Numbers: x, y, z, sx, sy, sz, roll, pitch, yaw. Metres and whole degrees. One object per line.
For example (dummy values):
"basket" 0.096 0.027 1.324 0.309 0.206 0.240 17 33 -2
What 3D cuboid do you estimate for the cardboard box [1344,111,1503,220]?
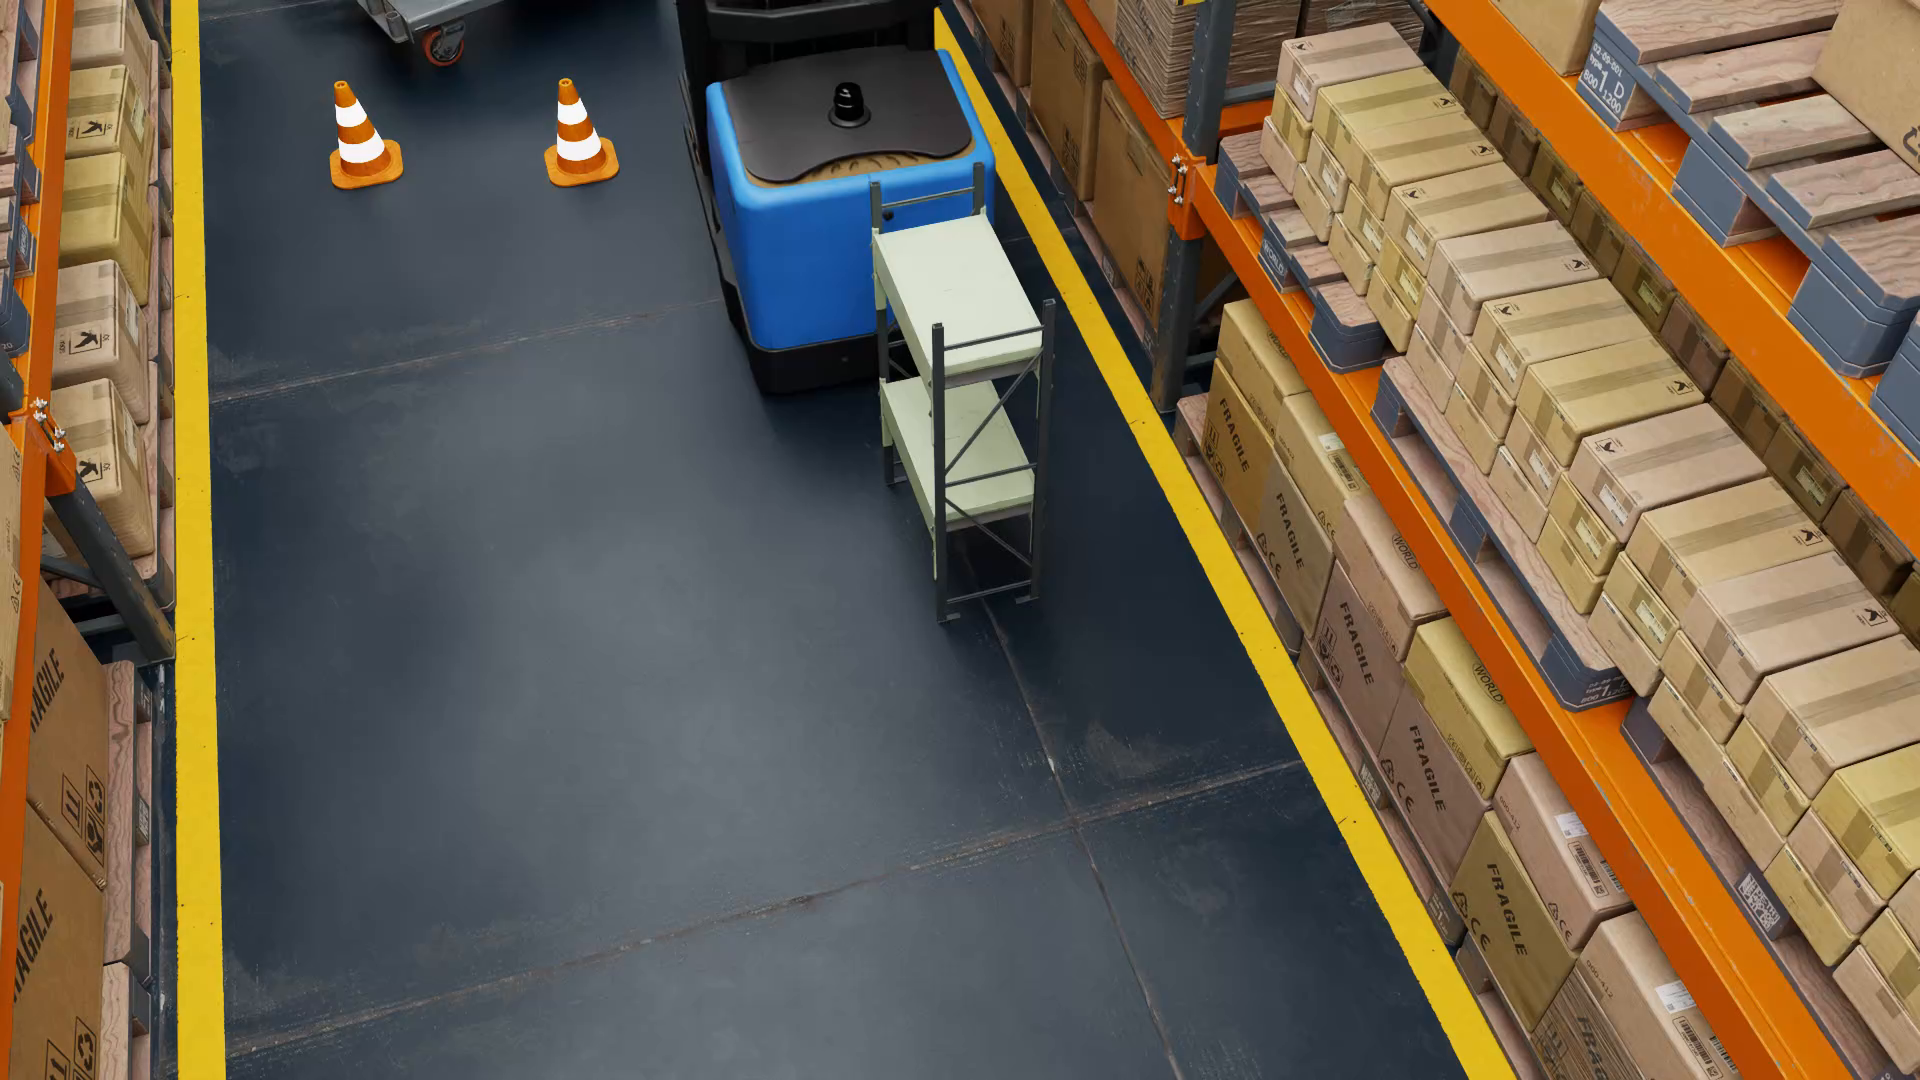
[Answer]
"cardboard box" 1.400 -1.135 5.035 0.380 0.149 0.250 -14 51 -11

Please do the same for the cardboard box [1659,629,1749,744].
"cardboard box" 1.940 0.306 4.015 0.380 0.149 0.250 -15 51 -12

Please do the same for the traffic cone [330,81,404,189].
"traffic cone" -2.879 -1.968 7.896 0.336 0.463 0.334 -13 51 -11

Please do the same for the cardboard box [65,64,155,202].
"cardboard box" -4.210 -1.756 7.502 0.950 0.372 0.625 -10 51 -9

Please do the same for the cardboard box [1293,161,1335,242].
"cardboard box" 1.317 -1.132 5.422 0.380 0.149 0.250 -11 51 -9

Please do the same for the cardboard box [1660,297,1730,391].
"cardboard box" 2.263 -0.597 4.776 0.380 0.149 0.250 -12 51 -10

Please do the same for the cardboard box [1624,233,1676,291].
"cardboard box" 2.179 -0.891 4.830 0.380 0.149 0.250 -13 51 -11

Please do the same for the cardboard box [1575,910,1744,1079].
"cardboard box" 2.019 1.217 4.422 0.500 0.250 0.500 -15 51 -12

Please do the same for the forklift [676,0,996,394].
"forklift" -0.711 -2.714 6.911 1.130 2.935 3.031 -11 51 -9

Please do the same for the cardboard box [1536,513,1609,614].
"cardboard box" 1.786 0.025 4.447 0.380 0.149 0.250 -11 51 -9

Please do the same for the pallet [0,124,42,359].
"pallet" -3.713 -0.888 5.452 1.213 0.211 1.003 -13 51 -11

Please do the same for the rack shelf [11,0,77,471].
"rack shelf" -3.992 -1.682 6.466 1.077 0.370 4.000 -13 51 -11

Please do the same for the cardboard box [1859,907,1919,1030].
"cardboard box" 2.175 0.879 3.532 0.380 0.149 0.250 -12 51 -10

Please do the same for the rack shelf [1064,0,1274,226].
"rack shelf" 0.707 -2.875 7.472 1.077 0.370 4.000 -13 51 -11

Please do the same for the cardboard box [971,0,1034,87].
"cardboard box" 0.666 -2.840 8.168 1.050 0.750 0.750 -13 51 -11

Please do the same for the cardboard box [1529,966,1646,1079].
"cardboard box" 2.021 1.462 4.706 0.500 0.500 0.500 -14 51 -12

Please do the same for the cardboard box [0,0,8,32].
"cardboard box" -3.751 -1.979 6.135 0.380 0.149 0.250 -12 51 -10

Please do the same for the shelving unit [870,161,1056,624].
"shelving unit" -0.002 -0.488 5.970 0.431 1.500 0.755 -13 51 -11

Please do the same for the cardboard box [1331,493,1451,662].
"cardboard box" 1.555 0.075 5.384 0.500 0.250 0.500 -13 51 -11

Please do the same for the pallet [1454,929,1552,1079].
"pallet" 2.249 1.606 5.048 1.003 0.211 1.213 -13 51 -11

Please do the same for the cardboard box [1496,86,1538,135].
"cardboard box" 1.953 -1.454 5.304 0.380 0.149 0.250 -14 51 -11

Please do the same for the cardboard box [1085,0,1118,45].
"cardboard box" 0.762 -2.311 6.461 0.500 0.500 0.500 -13 51 -11

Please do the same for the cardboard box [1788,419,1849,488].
"cardboard box" 2.421 -0.307 4.337 0.380 0.149 0.250 -12 51 -10

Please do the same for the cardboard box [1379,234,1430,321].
"cardboard box" 1.488 -0.822 4.966 0.380 0.149 0.250 -13 51 -11

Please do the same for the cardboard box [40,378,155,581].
"cardboard box" -3.558 -0.157 6.154 0.950 0.372 0.625 -16 52 -13

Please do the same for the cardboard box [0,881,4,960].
"cardboard box" -2.526 1.013 3.822 0.500 0.250 0.500 -14 51 -12

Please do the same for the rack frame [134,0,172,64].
"rack frame" -4.584 -3.375 7.423 1.000 3.000 0.127 -13 51 -11

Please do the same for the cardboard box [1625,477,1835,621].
"cardboard box" 1.874 0.023 4.059 0.380 0.149 0.250 -15 51 -12

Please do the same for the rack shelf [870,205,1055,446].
"rack shelf" -0.002 -0.740 5.672 0.431 0.370 0.720 -13 51 -11

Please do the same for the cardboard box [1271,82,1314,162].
"cardboard box" 1.249 -1.398 5.452 0.380 0.149 0.250 -11 51 -9

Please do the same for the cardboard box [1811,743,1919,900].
"cardboard box" 2.096 0.584 3.586 0.380 0.149 0.250 -15 51 -12

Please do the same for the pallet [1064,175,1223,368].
"pallet" 1.137 -1.340 7.532 1.003 0.211 1.213 -13 51 -11

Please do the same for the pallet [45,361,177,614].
"pallet" -3.630 -0.126 6.508 1.003 0.211 1.213 -13 51 -11

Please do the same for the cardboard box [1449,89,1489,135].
"cardboard box" 1.883 -1.444 5.685 0.380 0.149 0.250 -13 51 -10

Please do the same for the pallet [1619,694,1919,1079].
"pallet" 2.394 0.746 4.074 1.003 0.211 1.213 -13 51 -11

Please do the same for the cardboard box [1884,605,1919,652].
"cardboard box" 2.573 0.261 4.248 0.380 0.149 0.250 -13 51 -11

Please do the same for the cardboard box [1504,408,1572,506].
"cardboard box" 1.715 -0.262 4.494 0.380 0.149 0.250 -12 51 -10

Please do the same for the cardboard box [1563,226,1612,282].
"cardboard box" 2.101 -0.892 5.219 0.380 0.149 0.250 -14 51 -11

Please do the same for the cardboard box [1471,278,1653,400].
"cardboard box" 1.640 -0.552 4.543 0.380 0.149 0.250 -12 51 -10

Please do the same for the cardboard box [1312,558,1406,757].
"cardboard box" 1.572 0.339 5.653 0.500 0.500 0.500 -14 51 -12

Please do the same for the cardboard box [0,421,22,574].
"cardboard box" -3.003 -0.094 4.755 0.500 0.250 0.500 -15 51 -12

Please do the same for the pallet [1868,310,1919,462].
"pallet" 2.400 -0.106 2.828 1.213 0.211 1.003 -13 51 -11

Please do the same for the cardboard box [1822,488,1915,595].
"cardboard box" 2.489 -0.030 4.298 0.380 0.149 0.250 -11 51 -10

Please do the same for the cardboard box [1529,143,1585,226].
"cardboard box" 2.040 -1.153 5.245 0.380 0.149 0.250 -12 51 -10

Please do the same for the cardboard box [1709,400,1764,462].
"cardboard box" 2.341 -0.308 4.727 0.380 0.149 0.250 -15 52 -13

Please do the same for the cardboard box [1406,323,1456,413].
"cardboard box" 1.559 -0.545 4.927 0.380 0.149 0.250 -12 51 -10

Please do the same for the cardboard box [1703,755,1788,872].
"cardboard box" 2.025 0.603 3.959 0.380 0.149 0.250 -13 51 -11
